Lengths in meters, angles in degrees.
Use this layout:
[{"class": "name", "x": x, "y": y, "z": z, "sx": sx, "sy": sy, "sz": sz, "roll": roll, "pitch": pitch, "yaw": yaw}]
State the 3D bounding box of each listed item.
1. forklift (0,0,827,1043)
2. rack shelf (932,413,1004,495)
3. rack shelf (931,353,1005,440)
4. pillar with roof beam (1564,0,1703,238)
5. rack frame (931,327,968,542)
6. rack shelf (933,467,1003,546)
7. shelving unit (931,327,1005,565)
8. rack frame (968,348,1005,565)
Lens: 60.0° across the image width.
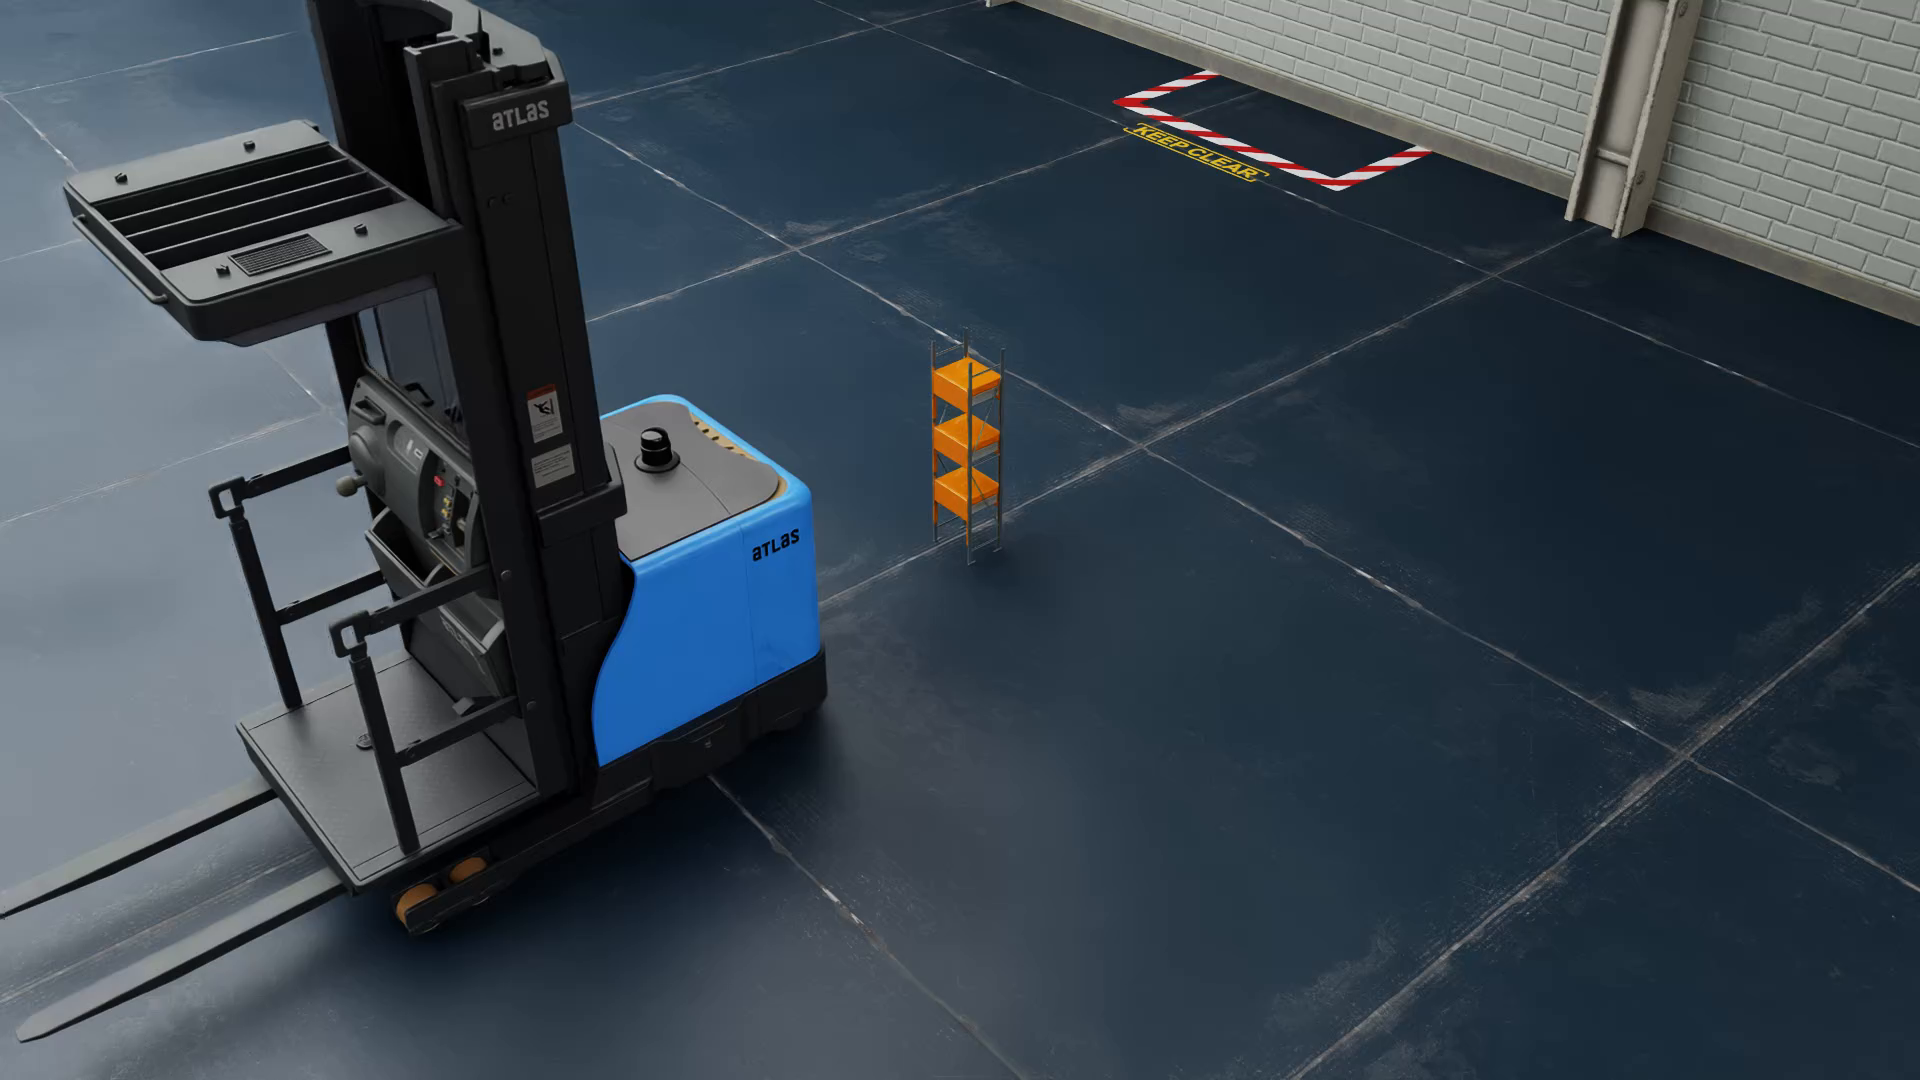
[{"class": "forklift", "x": -1.986, "y": -0.170, "z": 5.454, "sx": 3.031, "sy": 2.935, "sz": 1.130, "roll": -26, "pitch": 43, "yaw": -32}, {"class": "rack shelf", "x": 0.035, "y": -0.396, "z": 7.419, "sx": 0.215, "sy": 0.259, "sz": 0.240, "roll": -26, "pitch": 43, "yaw": -32}, {"class": "rack shelf", "x": 0.035, "y": -0.628, "z": 7.255, "sx": 0.215, "sy": 0.259, "sz": 0.240, "roll": -26, "pitch": 43, "yaw": -32}, {"class": "pillar with roof beam", "x": 0.828, "y": -4.098, "z": 5.750, "sx": 9.100, "sy": 9.000, "sz": 0.400, "roll": -26, "pitch": 43, "yaw": -32}, {"class": "rack frame", "x": -0.044, "y": -0.459, "z": 7.489, "sx": 0.200, "sy": 1.050, "sz": 0.008, "roll": -26, "pitch": 43, "yaw": -32}, {"class": "rack shelf", "x": 0.035, "y": -0.169, "z": 7.580, "sx": 0.215, "sy": 0.259, "sz": 0.240, "roll": -26, "pitch": 43, "yaw": -32}, {"class": "shelving unit", "x": 0.035, "y": -0.405, "z": 7.413, "sx": 0.215, "sy": 1.050, "sz": 0.252, "roll": -26, "pitch": 43, "yaw": -32}, {"class": "rack frame", "x": 0.113, "y": -0.351, "z": 7.337, "sx": 0.200, "sy": 1.050, "sz": 0.008, "roll": -26, "pitch": 43, "yaw": -32}]
